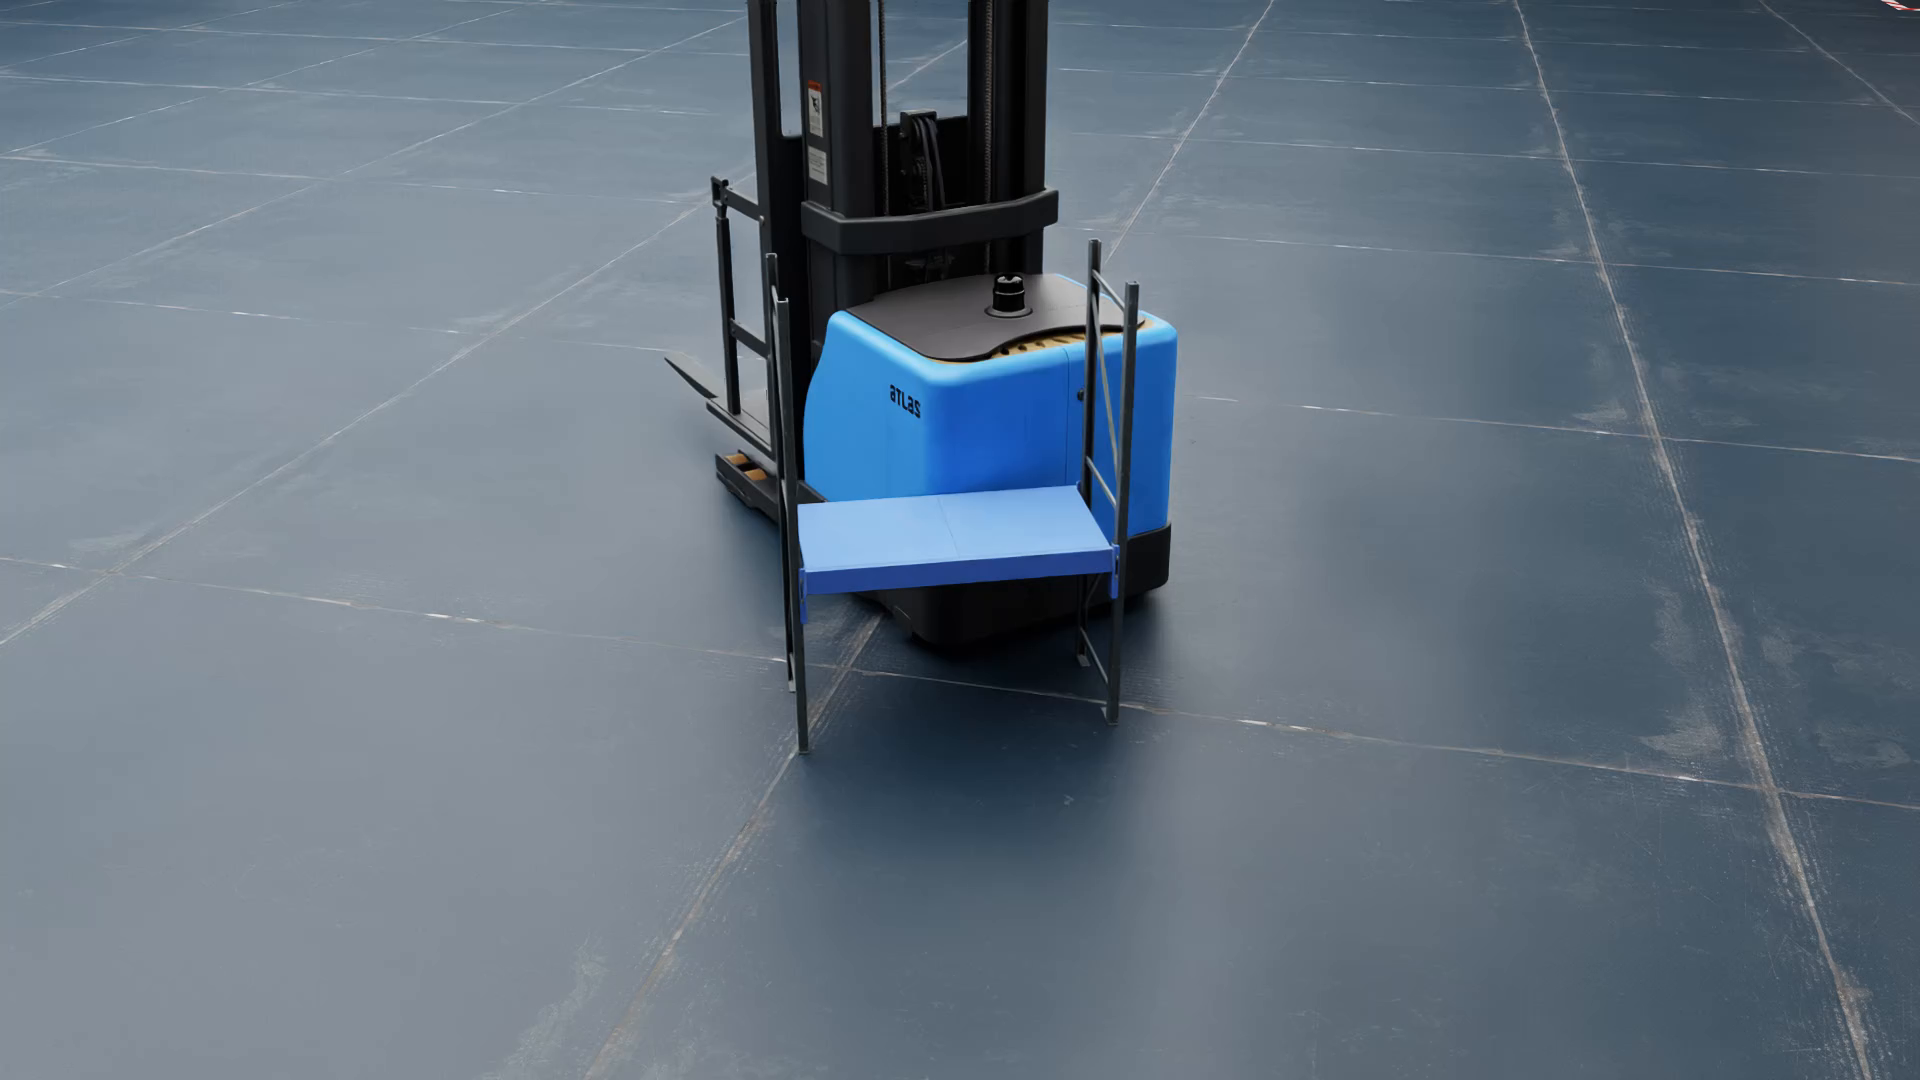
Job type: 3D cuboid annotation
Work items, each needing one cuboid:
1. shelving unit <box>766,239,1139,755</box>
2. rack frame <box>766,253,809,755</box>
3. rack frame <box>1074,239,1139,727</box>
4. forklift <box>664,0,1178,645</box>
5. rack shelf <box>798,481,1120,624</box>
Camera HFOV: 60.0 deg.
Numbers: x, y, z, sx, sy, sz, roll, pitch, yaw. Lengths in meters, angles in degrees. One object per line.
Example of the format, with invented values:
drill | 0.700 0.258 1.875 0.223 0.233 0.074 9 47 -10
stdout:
shelving unit | -0.037 -0.134 5.284 1.048 1.500 0.538 -4 26 -9
rack frame | -0.539 -0.097 5.208 0.032 1.500 0.500 -4 26 -9
rack frame | 0.464 -0.170 5.361 0.032 1.500 0.500 -4 26 -9
forklift | -0.395 -1.547 6.590 1.130 2.935 3.031 -14 29 -27
rack shelf | -0.038 0.029 5.362 1.000 0.185 0.538 -4 26 -9
